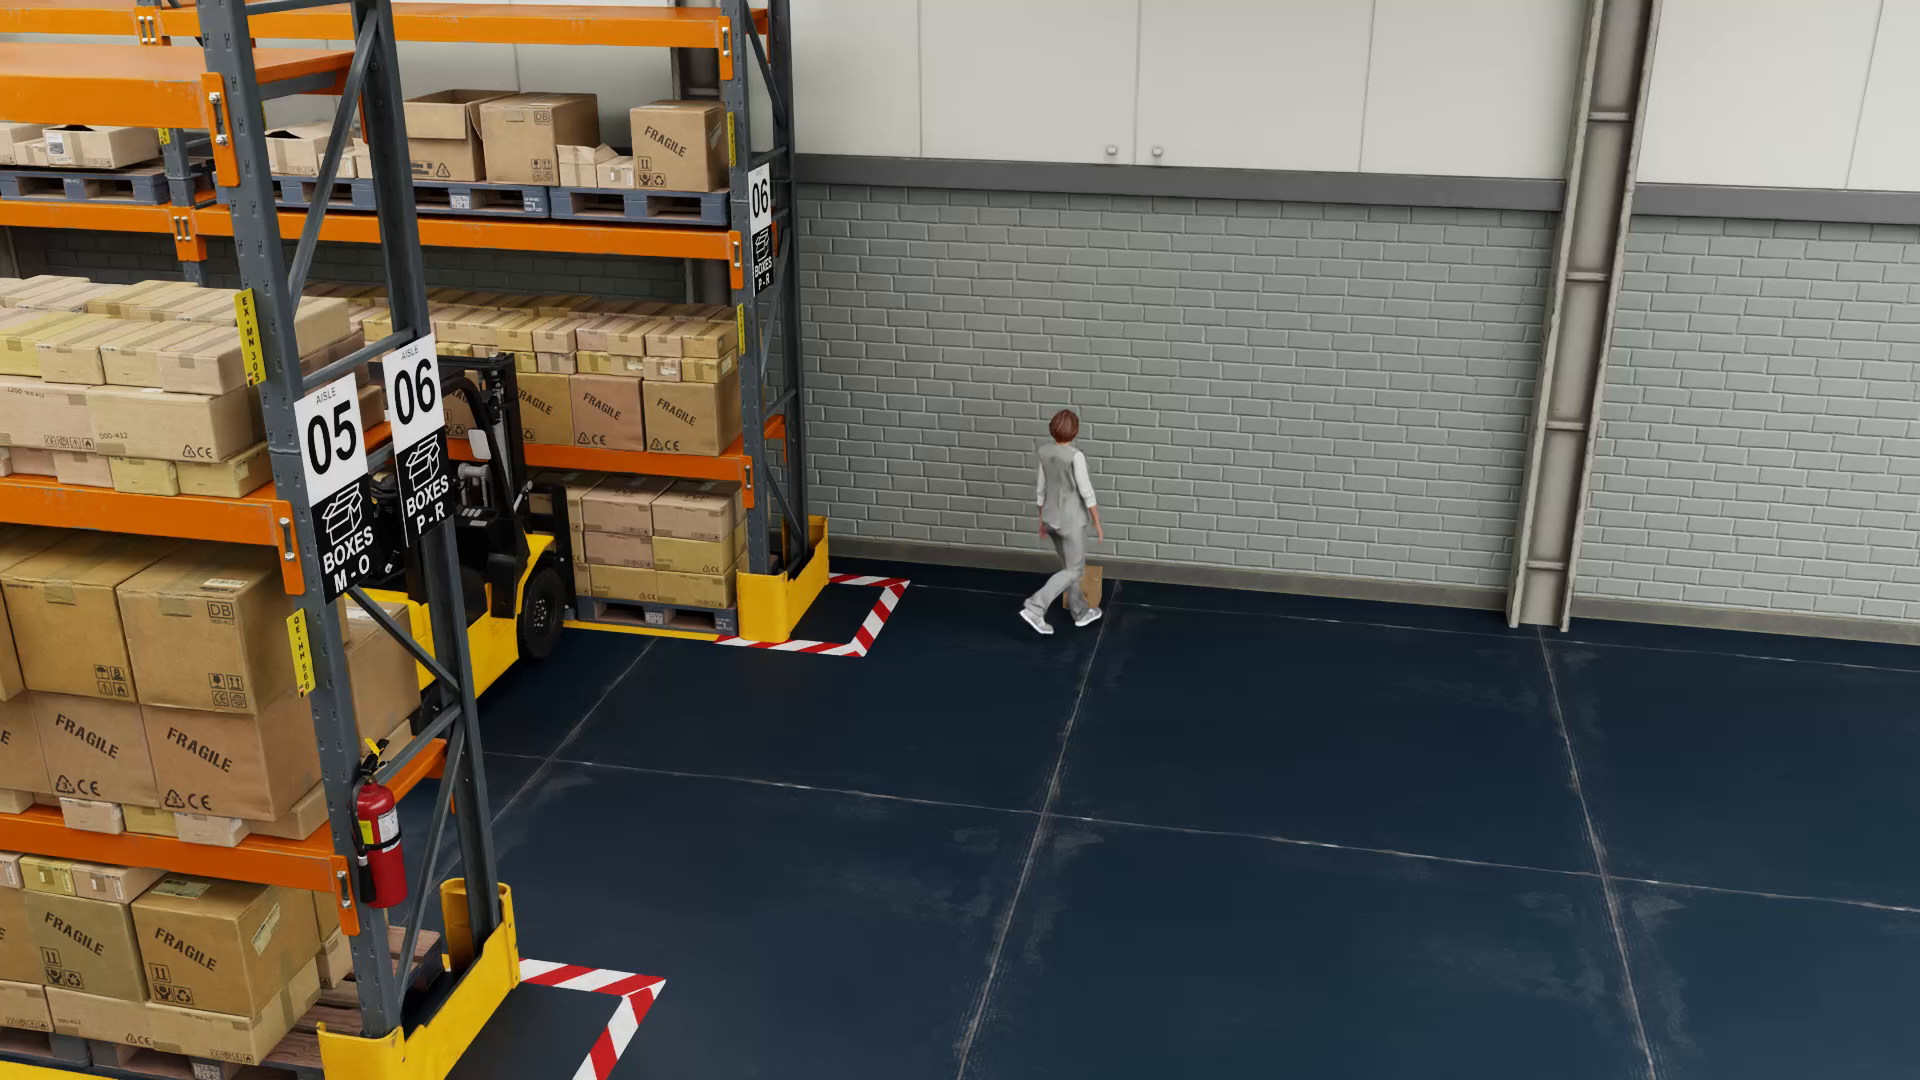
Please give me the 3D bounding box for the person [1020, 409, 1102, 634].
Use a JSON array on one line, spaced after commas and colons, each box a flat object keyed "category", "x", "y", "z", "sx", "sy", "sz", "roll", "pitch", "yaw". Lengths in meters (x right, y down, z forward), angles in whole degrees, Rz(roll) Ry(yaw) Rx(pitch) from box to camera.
[{"category": "person", "x": 0.703, "y": -0.105, "z": 11.344, "sx": 0.769, "sy": 1.571, "sz": 0.487, "roll": -18, "pitch": 28, "yaw": -38}]
